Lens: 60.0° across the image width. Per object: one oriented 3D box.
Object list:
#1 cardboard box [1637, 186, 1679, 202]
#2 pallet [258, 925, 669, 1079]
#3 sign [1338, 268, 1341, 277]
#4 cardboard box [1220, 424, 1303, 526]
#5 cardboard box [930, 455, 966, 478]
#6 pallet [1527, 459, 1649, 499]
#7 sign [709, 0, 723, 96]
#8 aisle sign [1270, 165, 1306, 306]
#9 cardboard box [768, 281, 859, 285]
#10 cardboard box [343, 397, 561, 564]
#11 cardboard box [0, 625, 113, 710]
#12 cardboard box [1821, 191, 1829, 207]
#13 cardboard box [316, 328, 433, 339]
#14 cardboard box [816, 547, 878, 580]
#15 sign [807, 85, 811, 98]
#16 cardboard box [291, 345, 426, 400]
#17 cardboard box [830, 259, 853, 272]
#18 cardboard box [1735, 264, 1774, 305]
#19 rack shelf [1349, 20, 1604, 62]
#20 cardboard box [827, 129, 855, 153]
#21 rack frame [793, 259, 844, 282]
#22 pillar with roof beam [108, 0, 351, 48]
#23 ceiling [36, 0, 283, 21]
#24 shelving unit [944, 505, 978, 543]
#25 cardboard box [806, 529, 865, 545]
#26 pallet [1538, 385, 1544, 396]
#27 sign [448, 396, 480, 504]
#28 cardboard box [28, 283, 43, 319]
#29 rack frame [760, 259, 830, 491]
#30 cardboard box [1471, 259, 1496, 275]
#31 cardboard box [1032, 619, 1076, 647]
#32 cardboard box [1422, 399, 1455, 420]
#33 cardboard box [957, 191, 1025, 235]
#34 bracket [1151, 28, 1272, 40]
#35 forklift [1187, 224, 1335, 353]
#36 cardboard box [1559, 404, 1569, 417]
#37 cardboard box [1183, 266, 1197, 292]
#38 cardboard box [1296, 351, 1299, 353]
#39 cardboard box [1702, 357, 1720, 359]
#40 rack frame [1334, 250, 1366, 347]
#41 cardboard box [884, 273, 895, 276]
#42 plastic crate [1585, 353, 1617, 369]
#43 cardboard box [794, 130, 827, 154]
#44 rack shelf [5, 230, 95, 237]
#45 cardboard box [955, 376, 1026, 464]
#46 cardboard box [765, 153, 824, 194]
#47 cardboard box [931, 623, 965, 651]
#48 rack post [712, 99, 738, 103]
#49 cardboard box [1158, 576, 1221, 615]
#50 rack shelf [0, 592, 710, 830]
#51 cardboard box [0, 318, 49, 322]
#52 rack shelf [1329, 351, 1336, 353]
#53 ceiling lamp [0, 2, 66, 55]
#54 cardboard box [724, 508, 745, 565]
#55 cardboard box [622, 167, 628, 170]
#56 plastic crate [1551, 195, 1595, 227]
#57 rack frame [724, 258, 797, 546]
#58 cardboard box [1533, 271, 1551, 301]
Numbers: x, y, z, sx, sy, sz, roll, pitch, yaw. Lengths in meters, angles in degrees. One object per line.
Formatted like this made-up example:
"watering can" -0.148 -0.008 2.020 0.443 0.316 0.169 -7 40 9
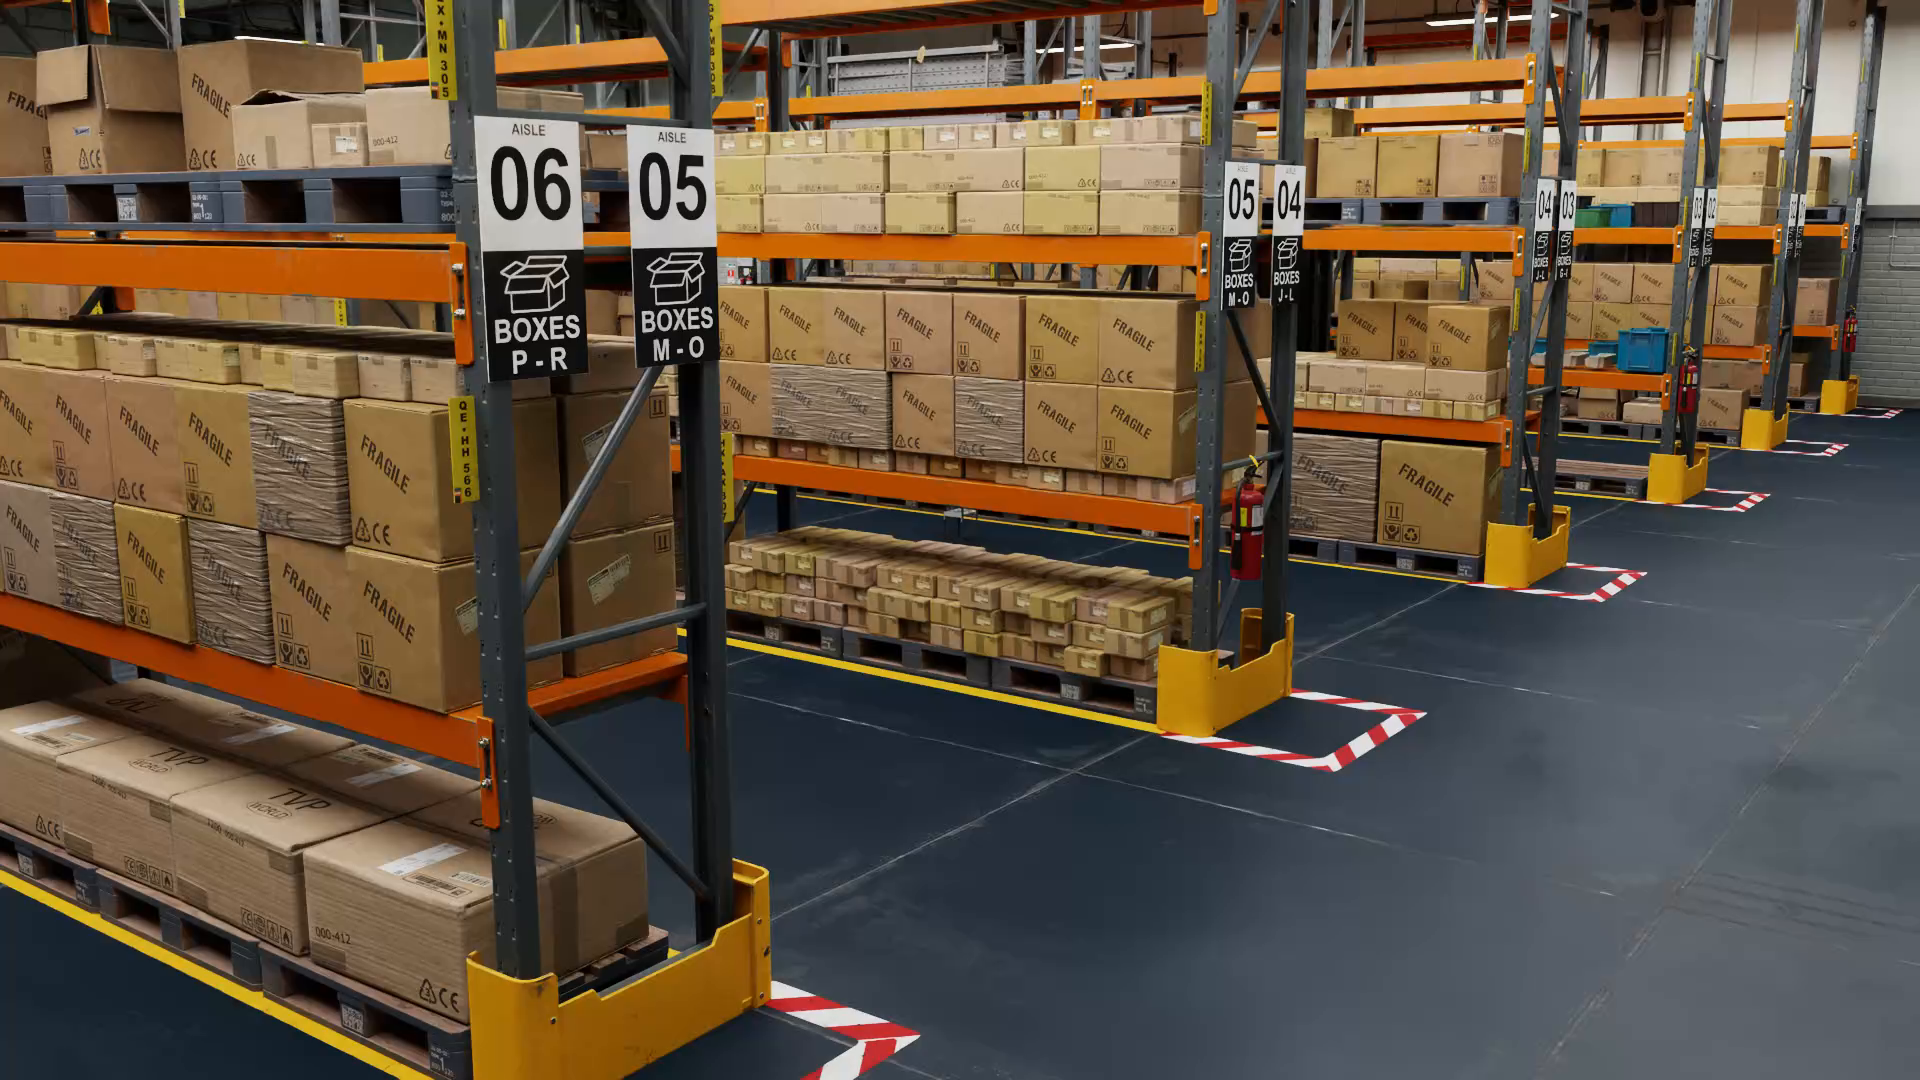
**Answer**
"cardboard box" 9.172 -4.485 21.715 0.500 0.250 0.500 8 13 36
"pallet" -1.882 1.616 6.341 1.213 0.211 1.003 8 13 36
"sign" 6.709 -4.812 29.386 0.005 0.325 0.100 8 13 36
"cardboard box" 2.661 -0.617 15.032 0.875 0.875 0.875 8 13 36
"cardboard box" 0.018 -0.500 10.598 0.250 0.149 0.380 8 14 37
"pallet" 6.965 -0.680 18.210 1.213 0.211 1.003 8 13 36
"sign" -0.858 -1.700 5.733 0.005 0.325 0.100 8 13 36
"aisle sign" 1.894 -1.758 9.597 0.004 0.787 0.394 8 13 36
"cardboard box" -1.028 -1.569 11.782 0.500 0.500 0.500 7 13 34
"cardboard box" -1.721 -0.233 5.661 0.500 0.500 0.500 9 14 37
"cardboard box" -4.962 0.655 8.457 0.875 0.875 0.875 8 14 37
"cardboard box" 13.027 -5.241 25.573 0.500 0.250 0.500 9 14 38
"cardboard box" -2.350 -0.764 6.698 0.250 0.149 0.380 8 14 36
"cardboard box" -0.768 0.165 11.335 0.250 0.149 0.380 8 13 34
"sign" -2.688 -7.905 29.541 0.005 0.325 0.100 8 13 36
"cardboard box" -2.076 -0.584 5.769 0.250 0.149 0.380 8 13 35
"cardboard box" -1.943 -5.133 30.206 0.500 0.500 0.700 8 14 36
"cardboard box" 10.340 -3.339 21.714 0.500 0.500 0.500 8 14 37
"rack shelf" 8.634 -8.366 27.944 4.000 0.370 1.077 8 13 36
"cardboard box" -0.637 -2.547 10.650 0.250 0.149 0.380 7 13 34
"rack frame" -2.066 -3.300 24.408 0.127 3.000 1.000 8 13 36
"pillar with roof beam" -20.242 -10.304 44.821 0.548 9.000 9.100 8 13 36
"ceiling" -23.223 -15.873 49.916 6.000 0.001 6.000 8 13 36
"shelving unit" 0.007 -0.441 15.160 0.210 0.900 0.258 8 13 36
"cardboard box" -0.896 0.030 12.030 0.250 0.149 0.380 8 14 36
"pallet" 9.580 -2.623 28.253 1.213 0.211 1.003 8 13 36
"sign" -1.524 -0.278 5.119 0.005 0.325 0.100 8 13 36
"cardboard box" -9.158 -2.570 17.398 0.550 0.550 0.875 8 13 36
"rack frame" -1.773 -2.092 18.164 0.127 3.000 1.000 8 13 36
"cardboard box" 8.901 -4.620 28.158 0.500 0.250 0.500 8 14 37
"cardboard box" 0.643 0.529 10.233 0.250 0.149 0.380 7 13 33
"cardboard box" 3.982 -1.087 13.635 0.250 0.149 0.380 8 14 36
"cardboard box" 0.327 -1.968 10.023 0.500 0.250 0.500 9 14 38
"bracket" 3.852 -9.642 31.919 4.783 0.066 0.076 8 13 36
"forklift" 3.016 -1.898 17.343 3.031 2.935 1.130 10 15 42
"cardboard box" 8.231 -1.807 22.994 0.250 0.166 0.380 8 13 36
"cardboard box" 4.635 -4.955 31.544 0.500 0.500 0.700 10 15 41
"cardboard box" 2.792 -1.590 15.182 0.500 0.250 0.500 8 14 37
"cardboard box" 12.043 -2.987 26.559 0.250 0.149 0.380 8 14 36
"rack frame" 7.022 -4.367 29.924 0.127 3.000 1.000 8 13 36
"cardboard box" -1.127 -4.653 29.434 0.250 0.149 0.380 8 13 35
"plastic crate" 6.842 -1.914 17.785 0.243 0.136 0.396 8 13 36
"cardboard box" -0.858 -2.573 10.784 0.250 0.149 0.380 7 13 34
"rack shelf" -9.627 -3.138 17.568 4.000 0.370 1.077 8 13 36
"cardboard box" 0.316 -0.765 10.259 0.500 0.500 0.500 8 14 36
"cardboard box" -0.922 -2.391 10.892 0.500 0.250 0.500 8 13 35
"cardboard box" 0.023 0.587 10.718 0.250 0.149 0.380 8 14 37
"rack post" -3.709 -6.445 25.069 0.954 0.300 0.937 8 13 34
"cardboard box" 1.436 0.346 10.397 0.250 0.149 0.380 7 13 33
"rack shelf" -2.803 0.453 6.904 4.000 0.370 1.077 8 13 36
"cardboard box" -4.314 -0.908 7.443 0.250 0.149 0.380 8 13 35
"rack shelf" 2.770 -2.272 20.990 4.000 0.370 1.077 8 13 36
"ceiling lamp" -19.353 -11.162 33.887 0.800 3.185 2.000 8 13 36
"cardboard box" -2.005 0.003 12.810 0.500 0.500 0.500 9 14 38
"cardboard box" -2.152 -2.660 12.335 0.500 0.311 0.500 8 13 35
"plastic crate" 6.538 -3.607 18.261 0.767 0.338 0.504 8 13 36
"rack frame" -1.567 -0.894 11.974 0.127 3.000 1.000 8 13 36
"cardboard box" 7.947 -3.544 22.776 0.500 0.500 0.500 7 13 34
